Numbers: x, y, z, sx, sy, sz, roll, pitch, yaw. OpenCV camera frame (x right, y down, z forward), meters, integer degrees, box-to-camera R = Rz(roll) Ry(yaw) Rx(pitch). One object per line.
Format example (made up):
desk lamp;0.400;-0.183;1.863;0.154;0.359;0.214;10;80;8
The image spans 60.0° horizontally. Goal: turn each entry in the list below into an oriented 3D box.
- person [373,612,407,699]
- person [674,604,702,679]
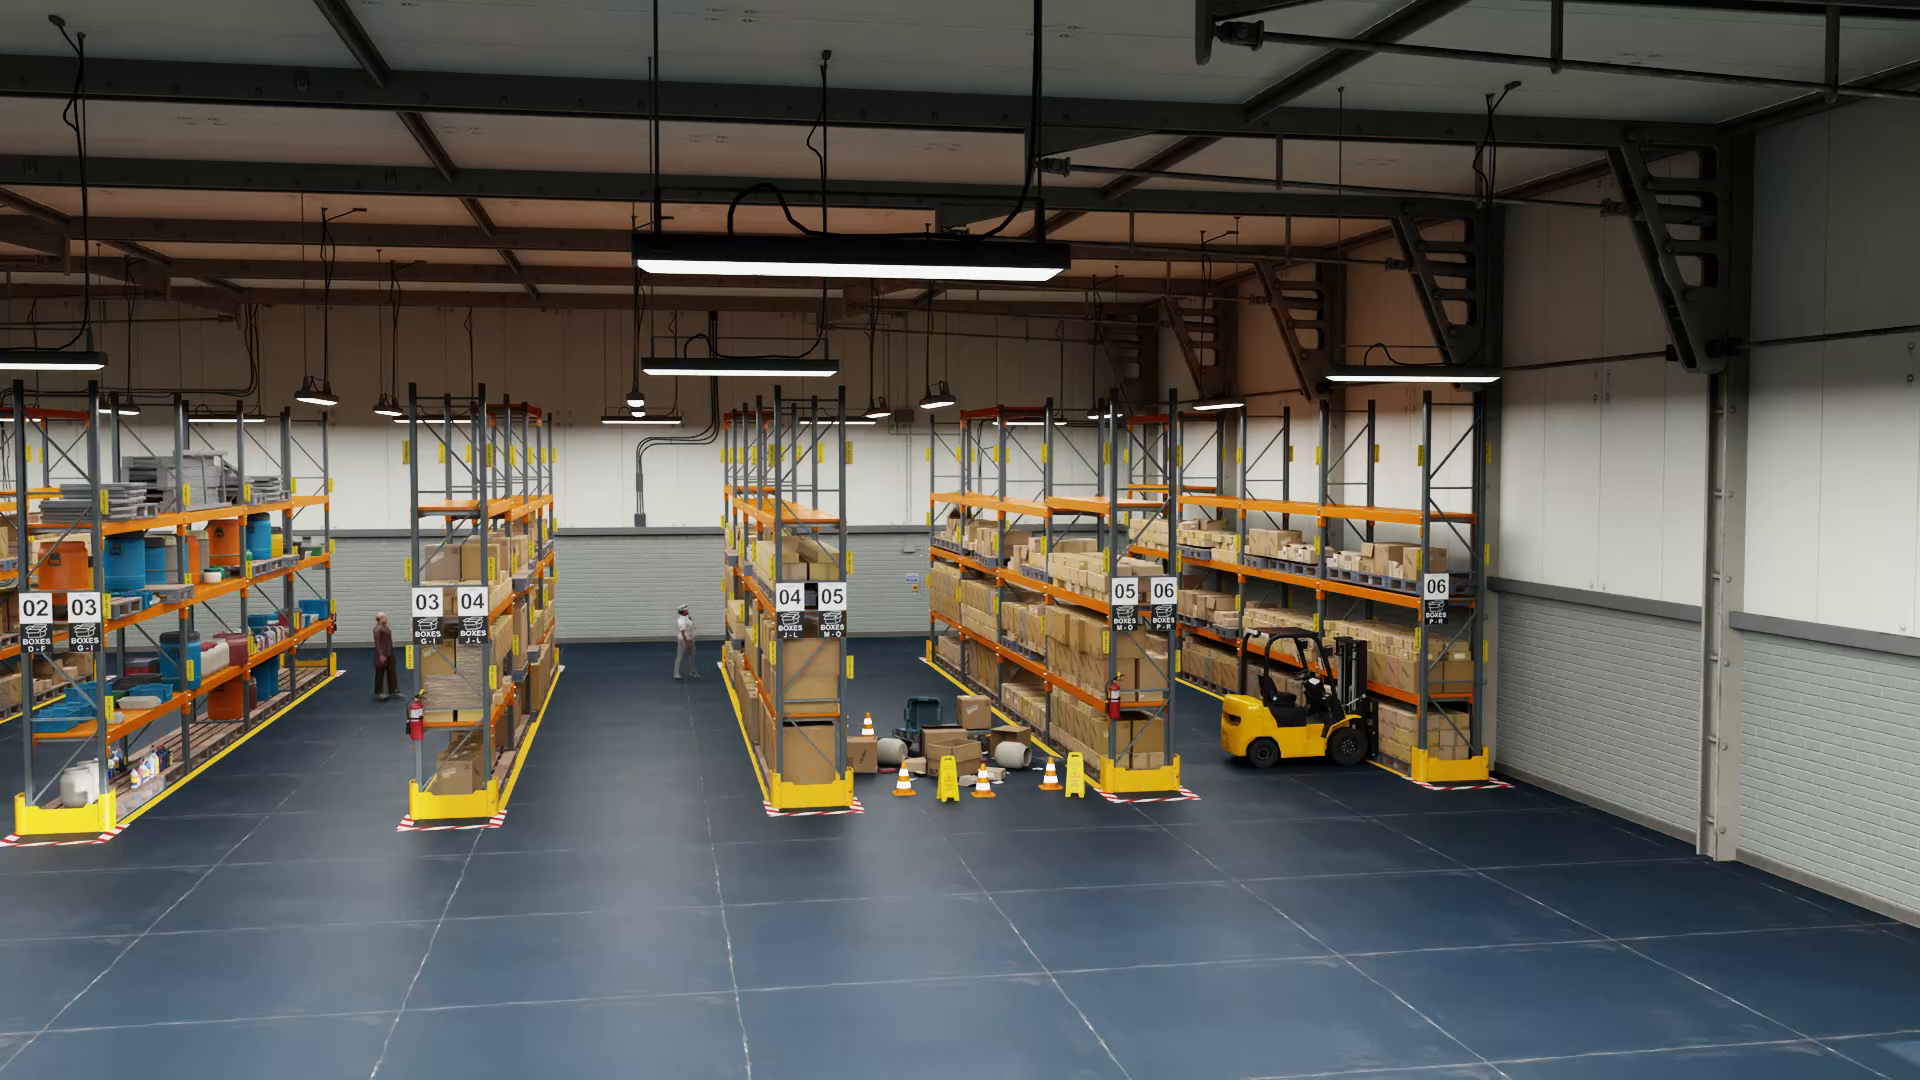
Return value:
person;-11.833;2.392;34.272;0.644;1.788;0.597;1;3;20
person;-6.151;2.288;37.515;0.513;1.725;0.633;1;3;22
